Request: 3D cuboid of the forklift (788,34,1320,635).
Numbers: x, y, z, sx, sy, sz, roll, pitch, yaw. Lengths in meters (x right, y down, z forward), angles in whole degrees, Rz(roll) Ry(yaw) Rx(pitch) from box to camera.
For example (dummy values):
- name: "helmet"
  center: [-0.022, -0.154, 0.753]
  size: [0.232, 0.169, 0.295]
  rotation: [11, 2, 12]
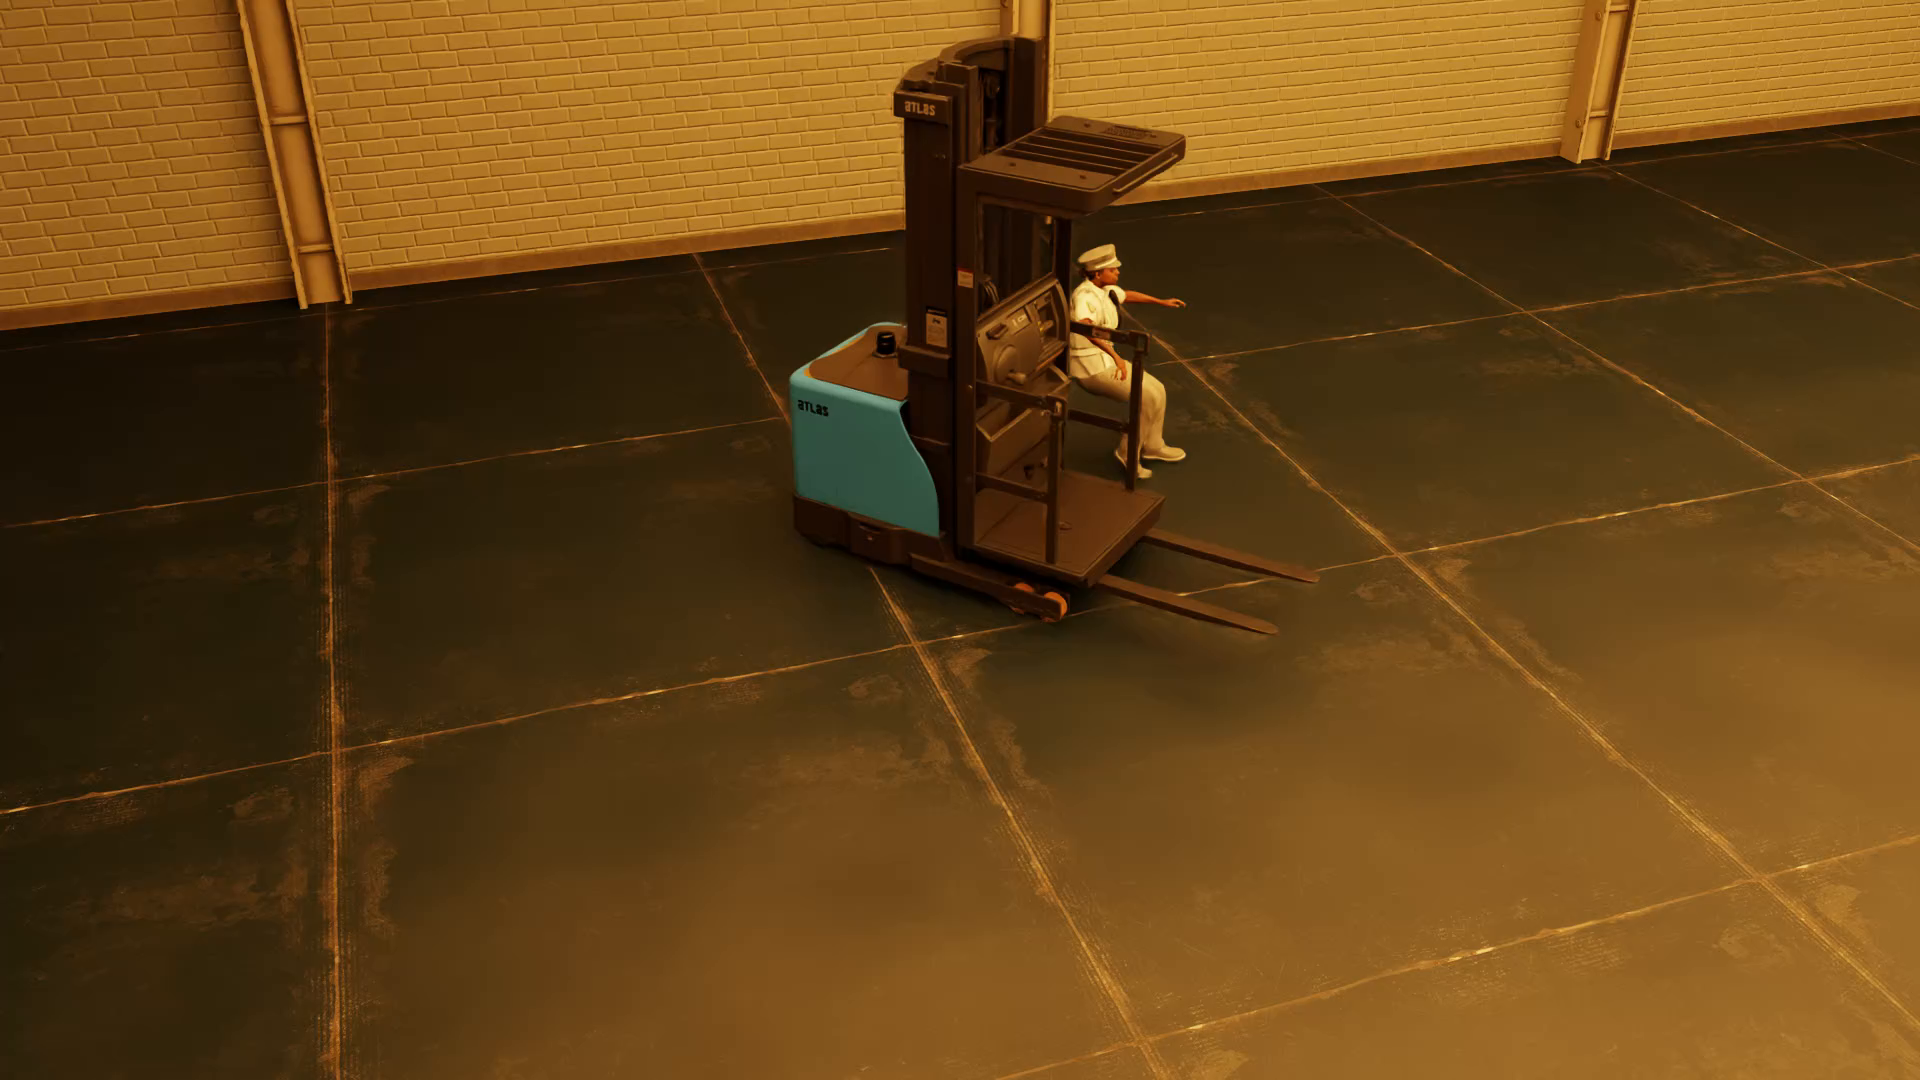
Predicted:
- name: "forklift"
  center: [0.526, -1.115, 9.026]
  size: [3.031, 2.935, 1.130]
  rotation: [17, 34, 26]

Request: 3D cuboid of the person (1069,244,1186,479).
- name: "person"
  center: [1.070, -1.134, 10.535]
  size: [0.807, 1.458, 0.912]
  rotation: [3, 30, 6]
